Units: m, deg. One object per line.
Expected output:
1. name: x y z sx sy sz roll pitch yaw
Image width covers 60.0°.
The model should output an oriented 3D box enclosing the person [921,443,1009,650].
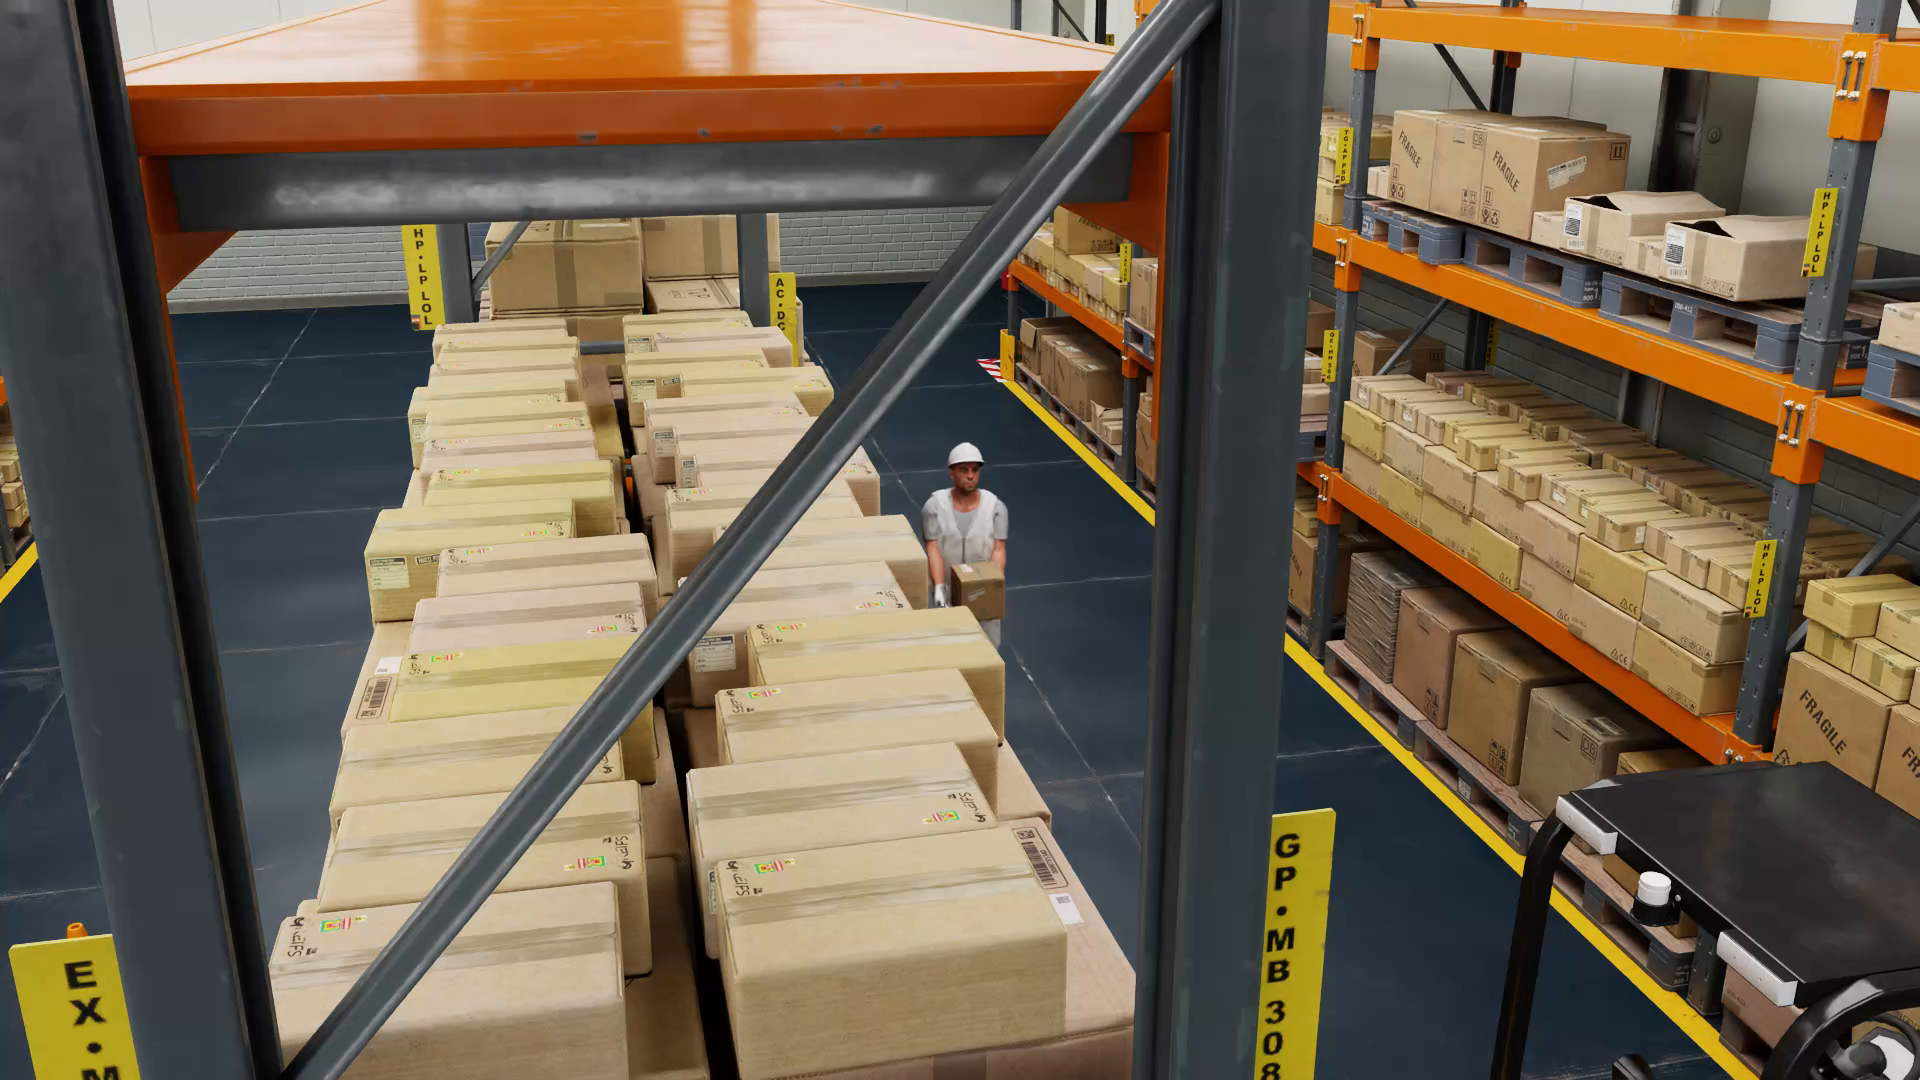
1. person: 0.039 0.351 9.533 0.506 1.792 0.556 -2 19 -5
